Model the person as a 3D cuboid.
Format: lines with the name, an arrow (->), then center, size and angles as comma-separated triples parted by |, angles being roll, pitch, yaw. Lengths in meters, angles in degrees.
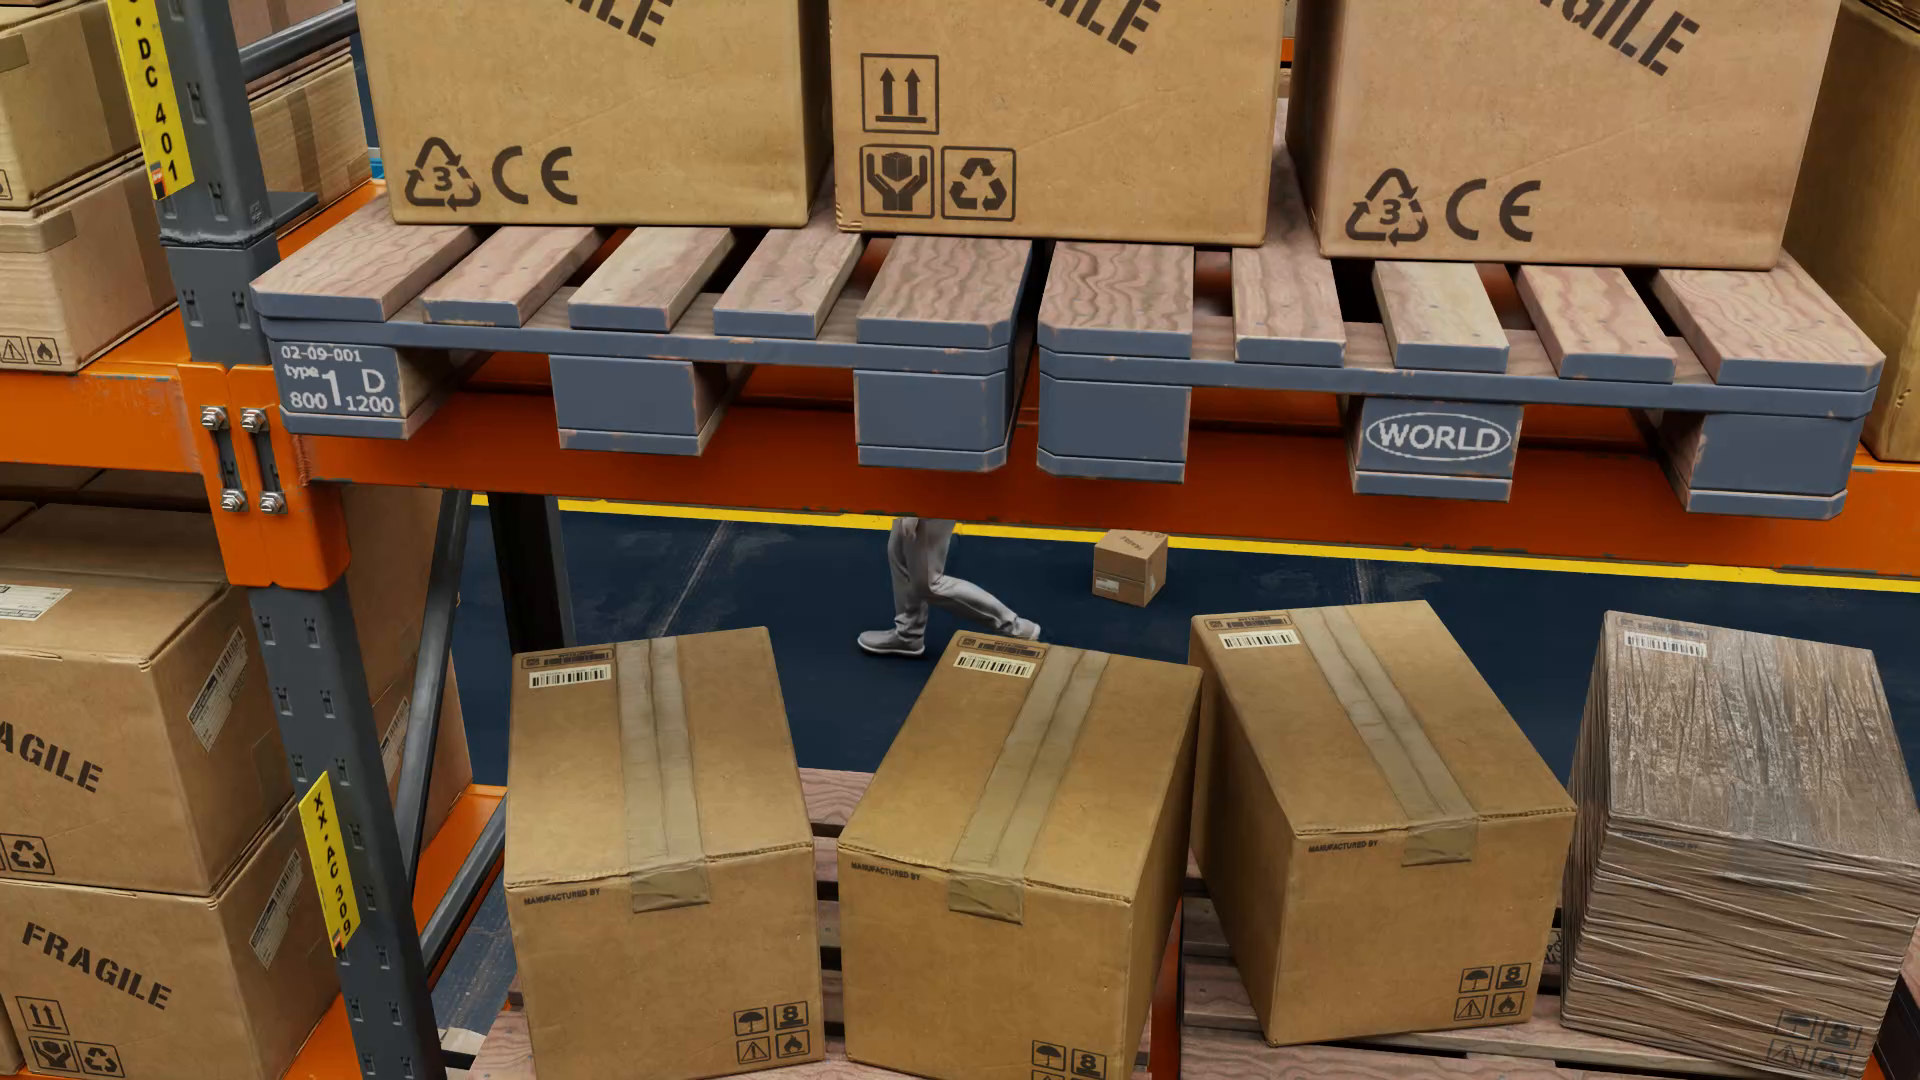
person -> -0.063, -0.221, 6.482 | 0.765, 1.658, 0.472 | 4, 29, 7
